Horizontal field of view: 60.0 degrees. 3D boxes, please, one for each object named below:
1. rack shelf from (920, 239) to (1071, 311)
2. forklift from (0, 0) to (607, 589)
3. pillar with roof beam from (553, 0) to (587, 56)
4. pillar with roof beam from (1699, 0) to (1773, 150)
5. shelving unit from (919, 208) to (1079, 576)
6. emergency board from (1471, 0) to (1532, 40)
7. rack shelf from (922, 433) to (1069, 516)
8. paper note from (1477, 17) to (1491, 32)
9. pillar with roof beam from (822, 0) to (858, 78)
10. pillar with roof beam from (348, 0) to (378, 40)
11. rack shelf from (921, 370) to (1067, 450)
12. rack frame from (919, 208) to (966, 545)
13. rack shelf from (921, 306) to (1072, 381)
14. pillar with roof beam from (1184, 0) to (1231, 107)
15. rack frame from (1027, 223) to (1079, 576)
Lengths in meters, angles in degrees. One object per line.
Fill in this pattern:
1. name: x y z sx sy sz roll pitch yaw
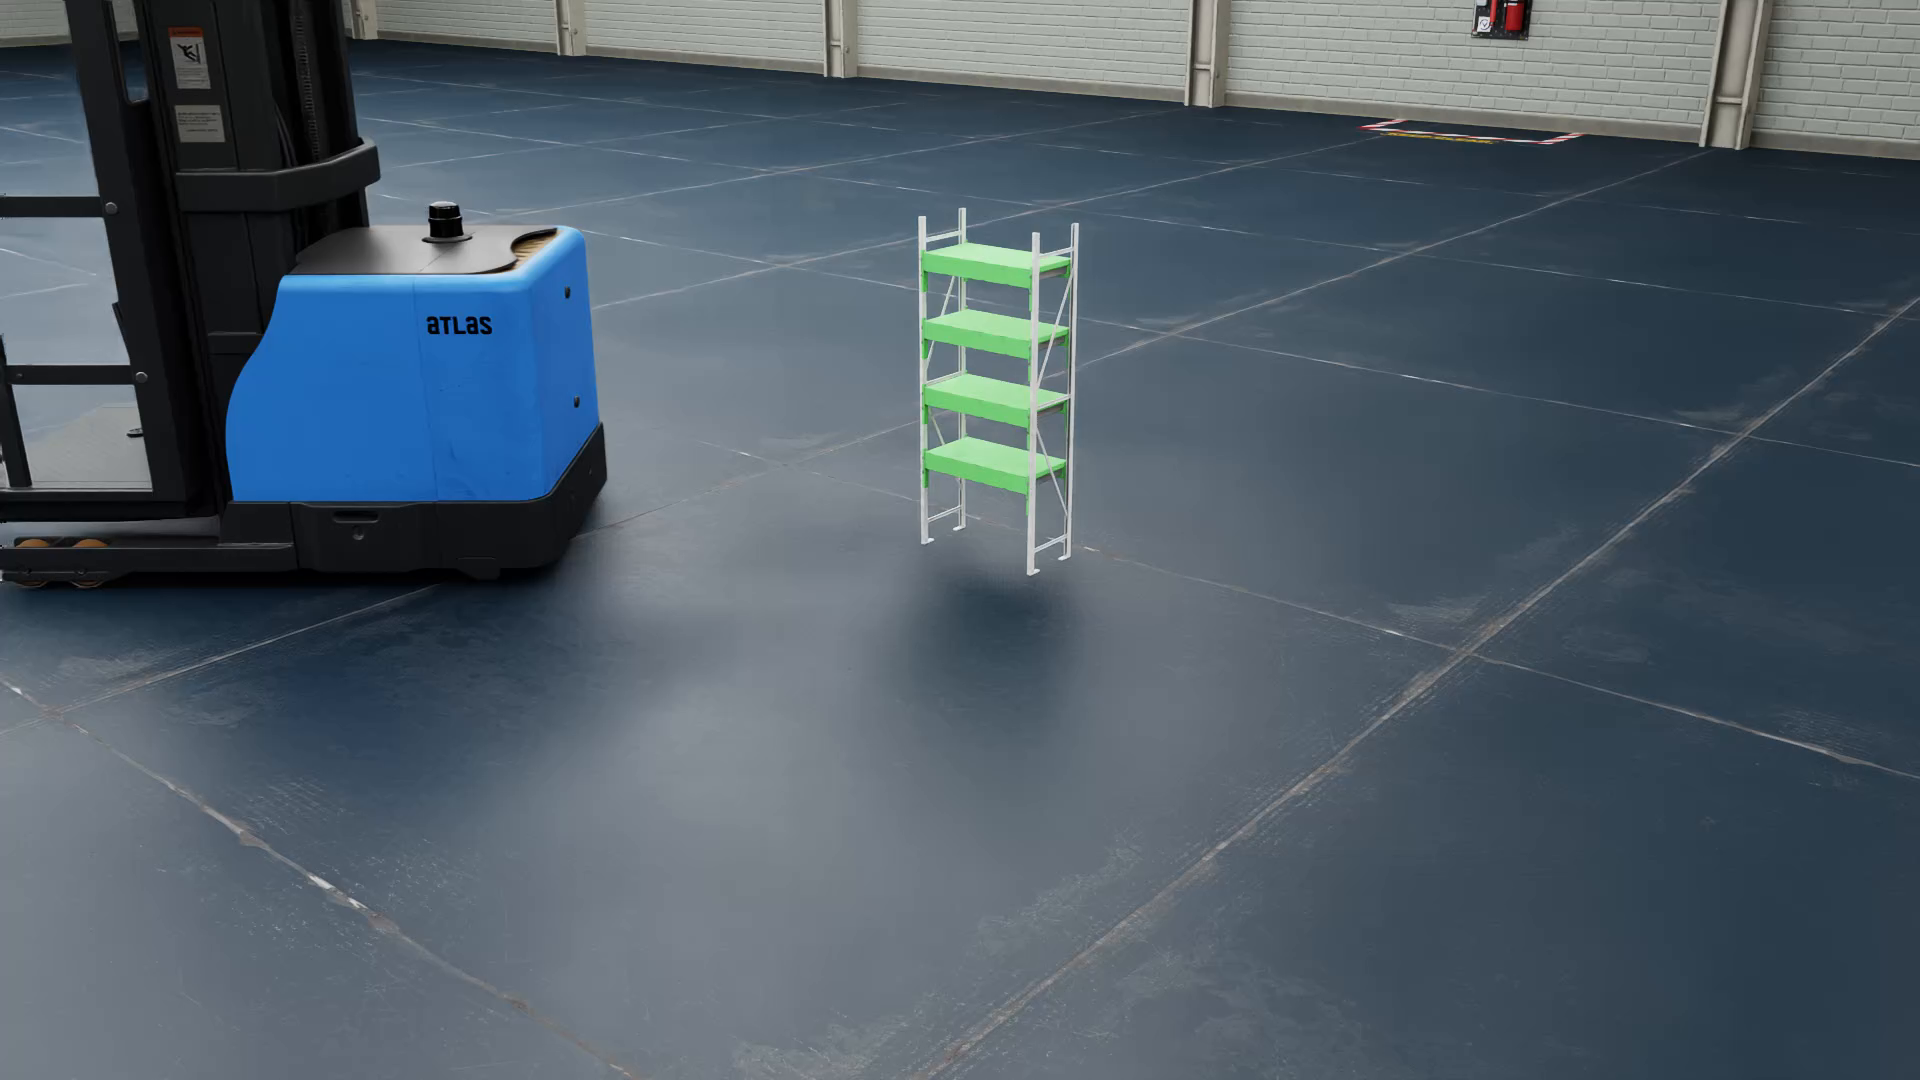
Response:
1. rack shelf: 0.128 -0.914 5.712 0.480 0.148 0.258 16 26 36
2. forklift: -2.913 -1.391 5.703 3.031 2.935 1.130 0 21 0
3. pillar with roof beam: -9.059 -10.968 22.500 0.400 9.000 9.100 16 26 36
4. pillar with roof beam: 4.886 -6.952 11.850 0.400 9.000 9.100 16 26 36
5. shelving unit: 0.128 -0.524 5.859 0.503 1.200 0.258 16 26 36
6. emergency board: 5.718 -5.884 17.519 0.643 1.169 0.194 16 26 36
7. rack shelf: 0.128 -0.240 5.966 0.480 0.148 0.258 16 26 36
8. paper note: 5.624 -5.530 17.829 0.142 0.148 0.016 16 26 36
9. pillar with roof beam: -4.411 -9.629 18.950 0.400 9.000 9.100 16 26 36
10. pillar with roof beam: -13.707 -12.307 26.049 0.400 9.000 9.100 16 26 36
11. rack shelf: 0.128 -0.465 5.881 0.480 0.148 0.258 16 26 36
12. rack frame: -0.061 -0.579 6.003 0.015 1.200 0.240 16 26 36
13. rack shelf: 0.128 -0.689 5.796 0.480 0.148 0.258 16 26 36
14. pillar with roof beam: 0.238 -8.291 15.400 0.400 9.000 9.100 16 26 36
15. rack frame: 0.317 -0.470 5.714 0.015 1.200 0.240 16 26 36
